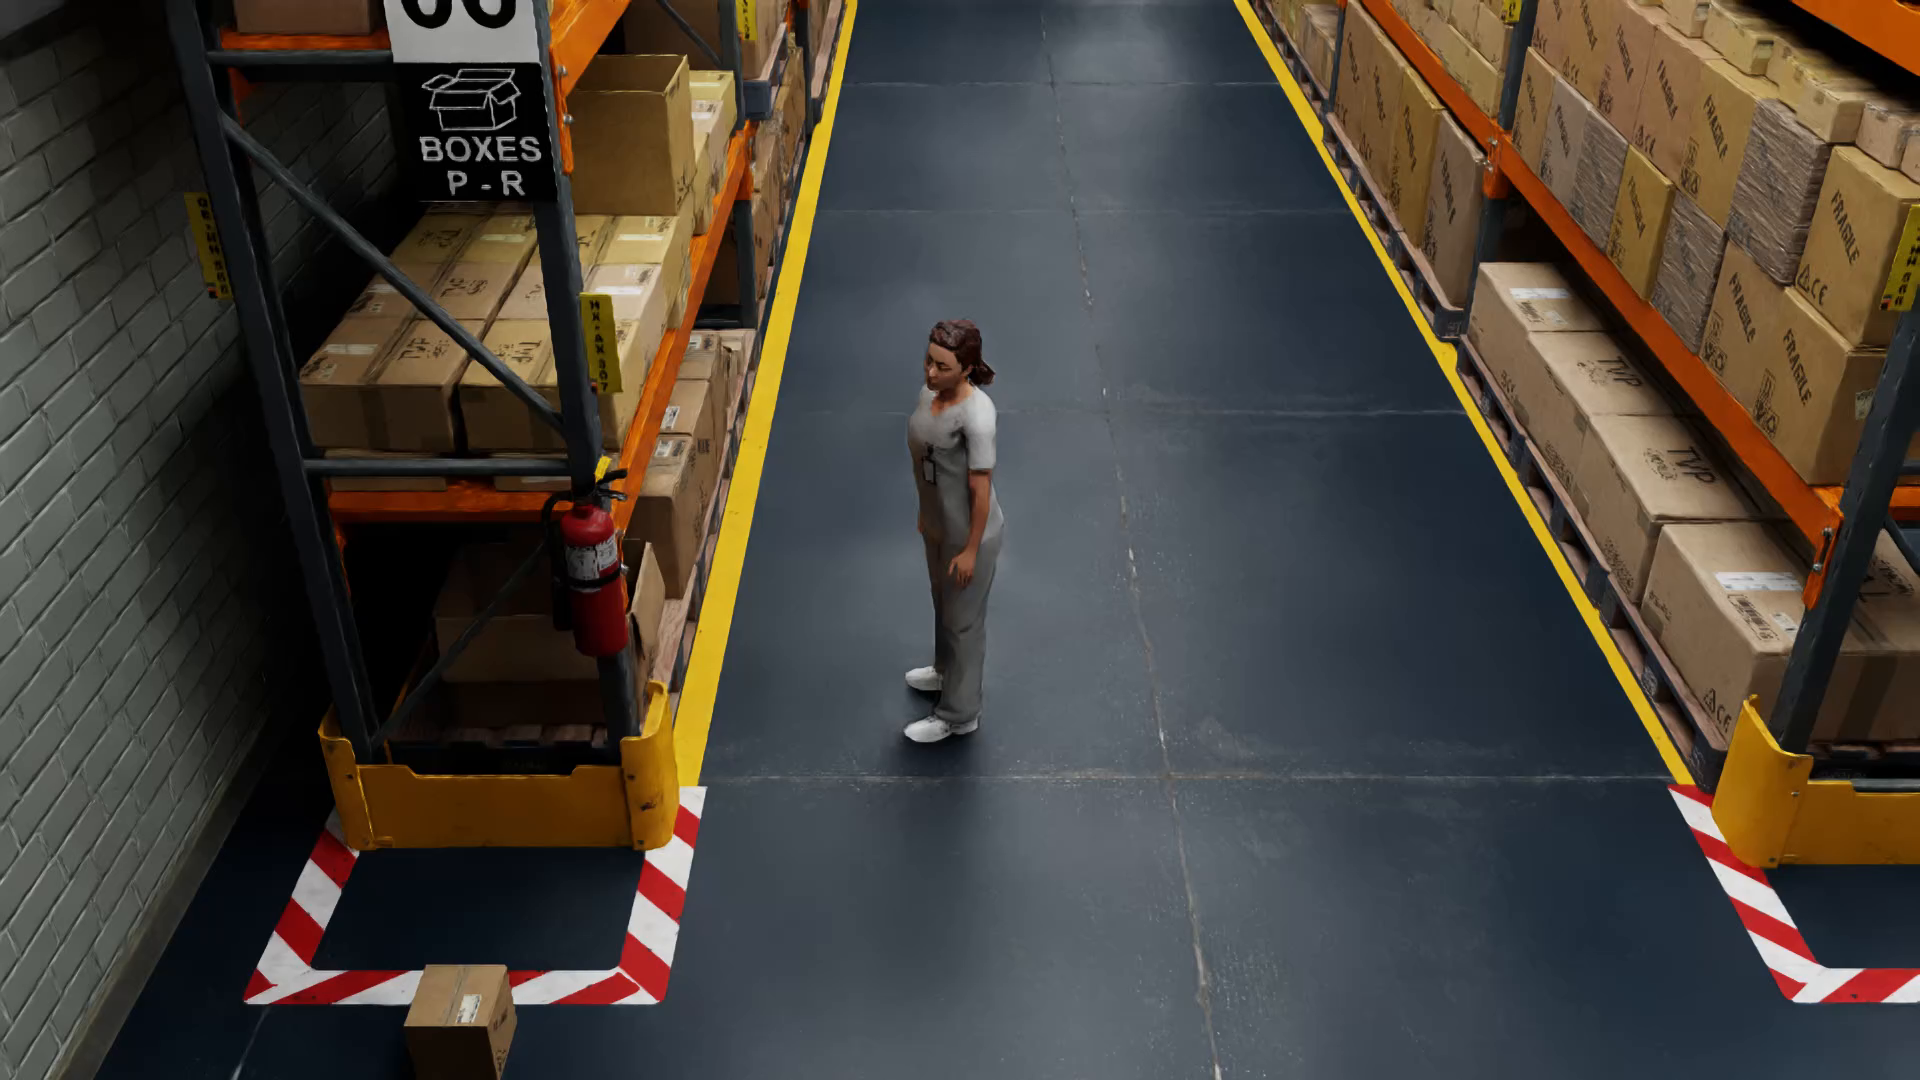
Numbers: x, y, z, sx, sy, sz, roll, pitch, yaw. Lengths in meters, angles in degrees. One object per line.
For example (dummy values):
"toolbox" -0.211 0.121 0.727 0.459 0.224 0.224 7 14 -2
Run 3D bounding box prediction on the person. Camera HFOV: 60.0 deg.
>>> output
"person" -0.072 -0.031 6.136 0.449 1.680 0.525 -16 35 -24
